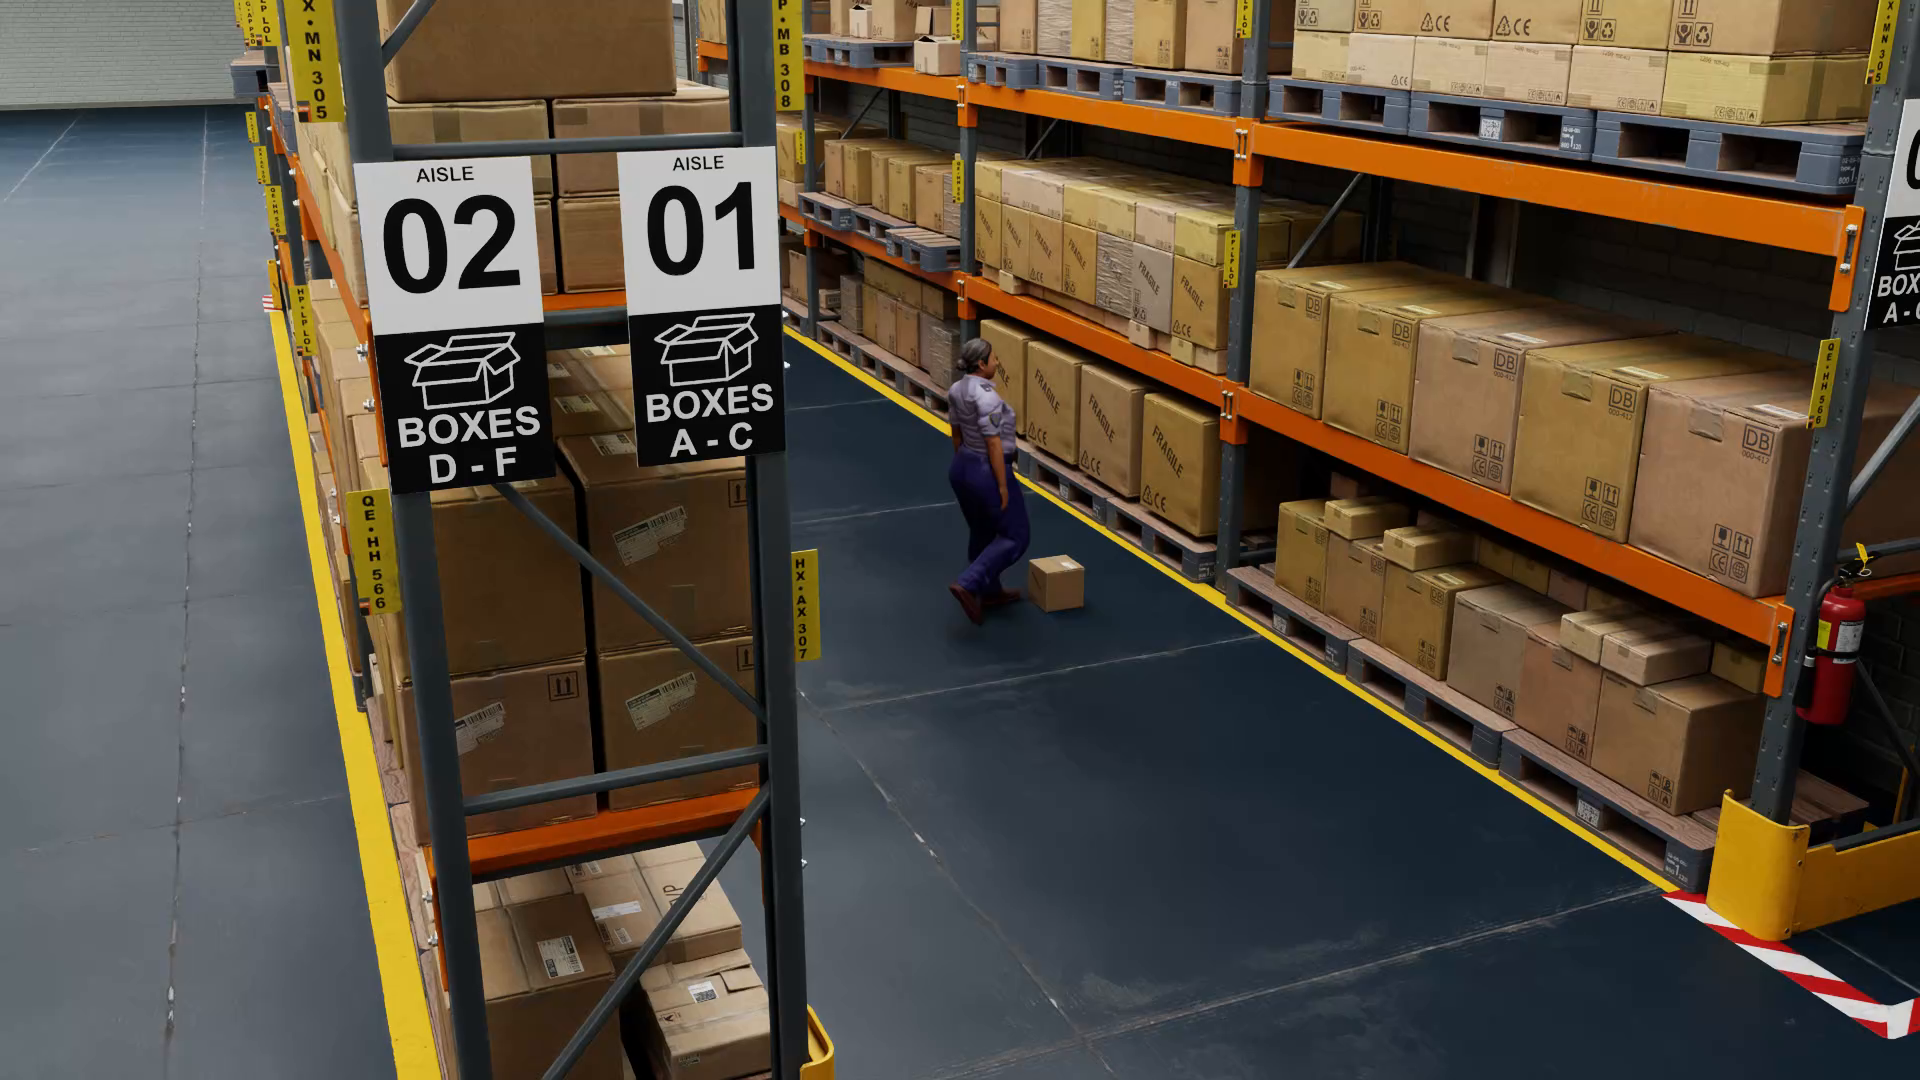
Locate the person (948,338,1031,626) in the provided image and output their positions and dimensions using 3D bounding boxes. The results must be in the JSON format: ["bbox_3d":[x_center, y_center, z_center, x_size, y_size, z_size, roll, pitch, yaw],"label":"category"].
[{"bbox_3d":[0.148,-0.345,9.580,0.620,1.631,0.533,-11,22,-29],"label":"person"}]
